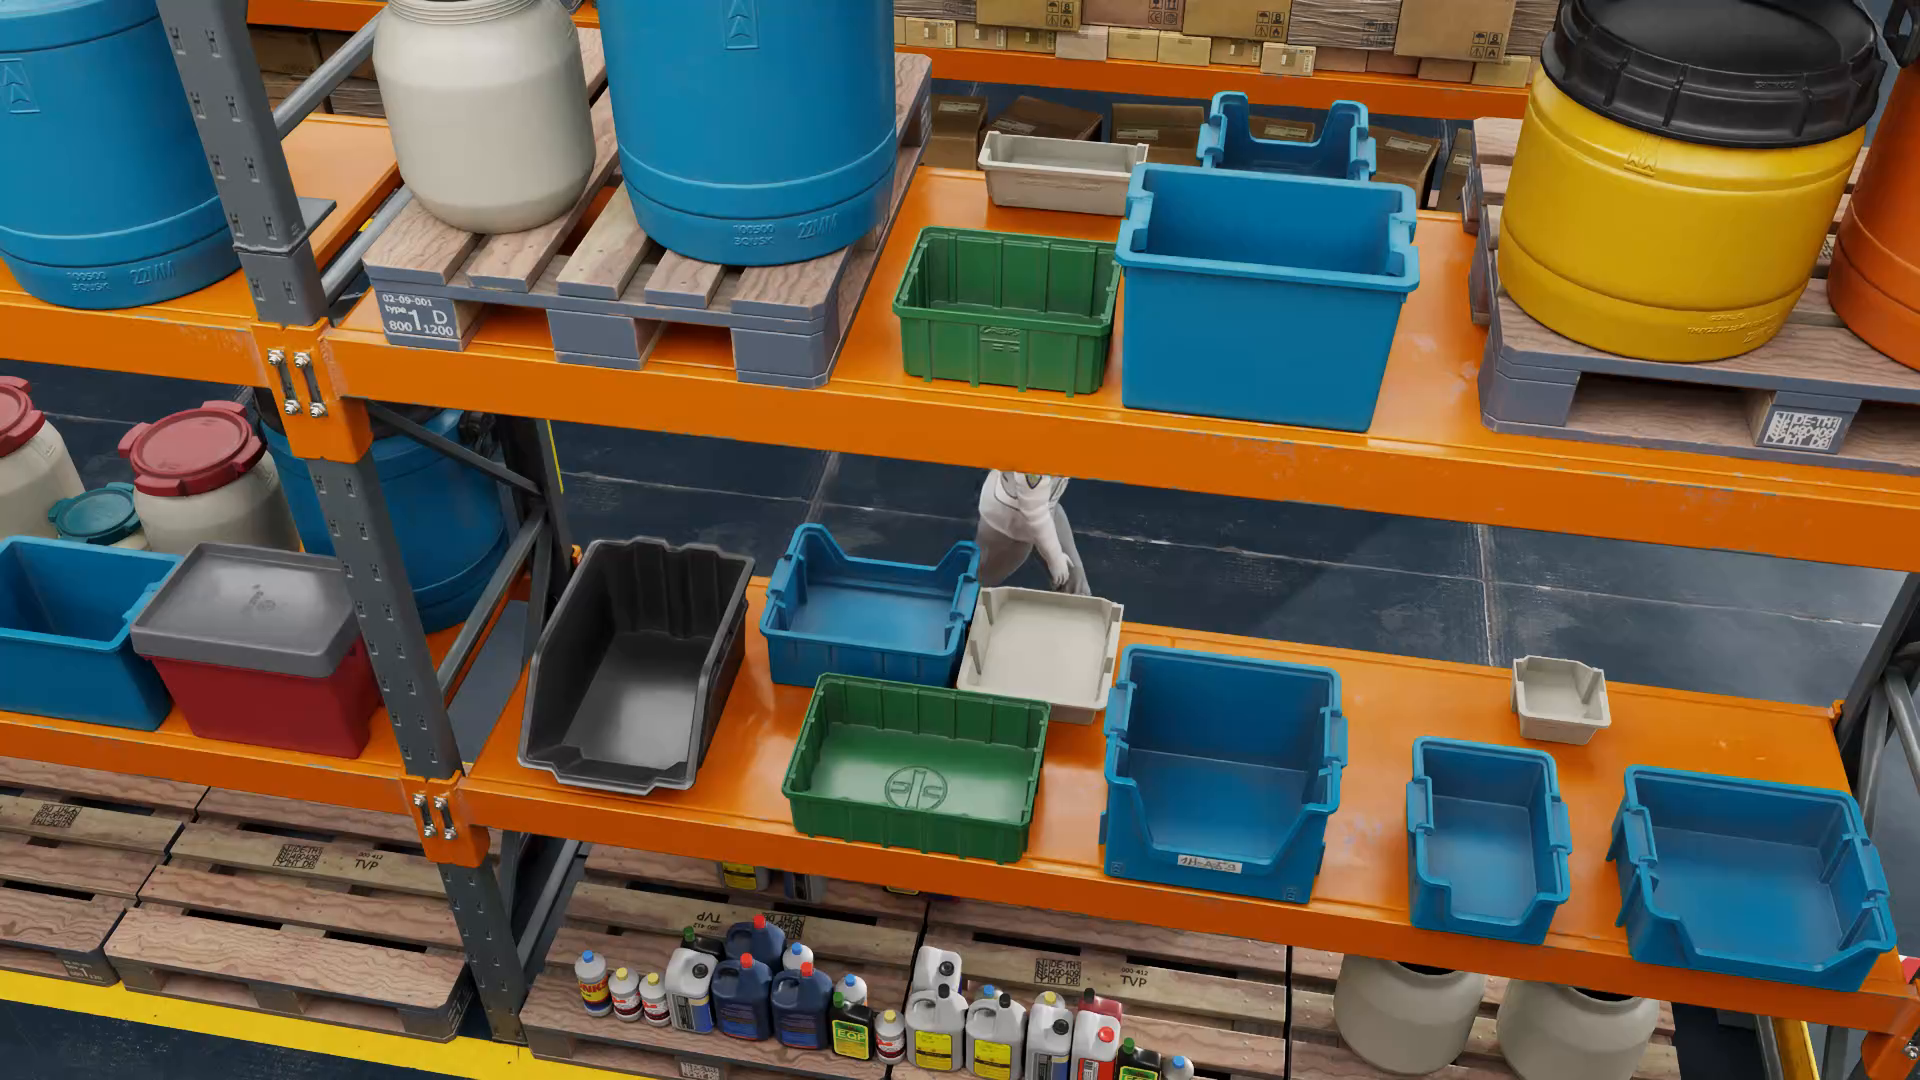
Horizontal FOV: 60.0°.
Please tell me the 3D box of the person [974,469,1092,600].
[{"bbox_3d":[0.277,-0.097,6.249,1.009,1.610,0.515,6,41,6],"label":"person"}]
